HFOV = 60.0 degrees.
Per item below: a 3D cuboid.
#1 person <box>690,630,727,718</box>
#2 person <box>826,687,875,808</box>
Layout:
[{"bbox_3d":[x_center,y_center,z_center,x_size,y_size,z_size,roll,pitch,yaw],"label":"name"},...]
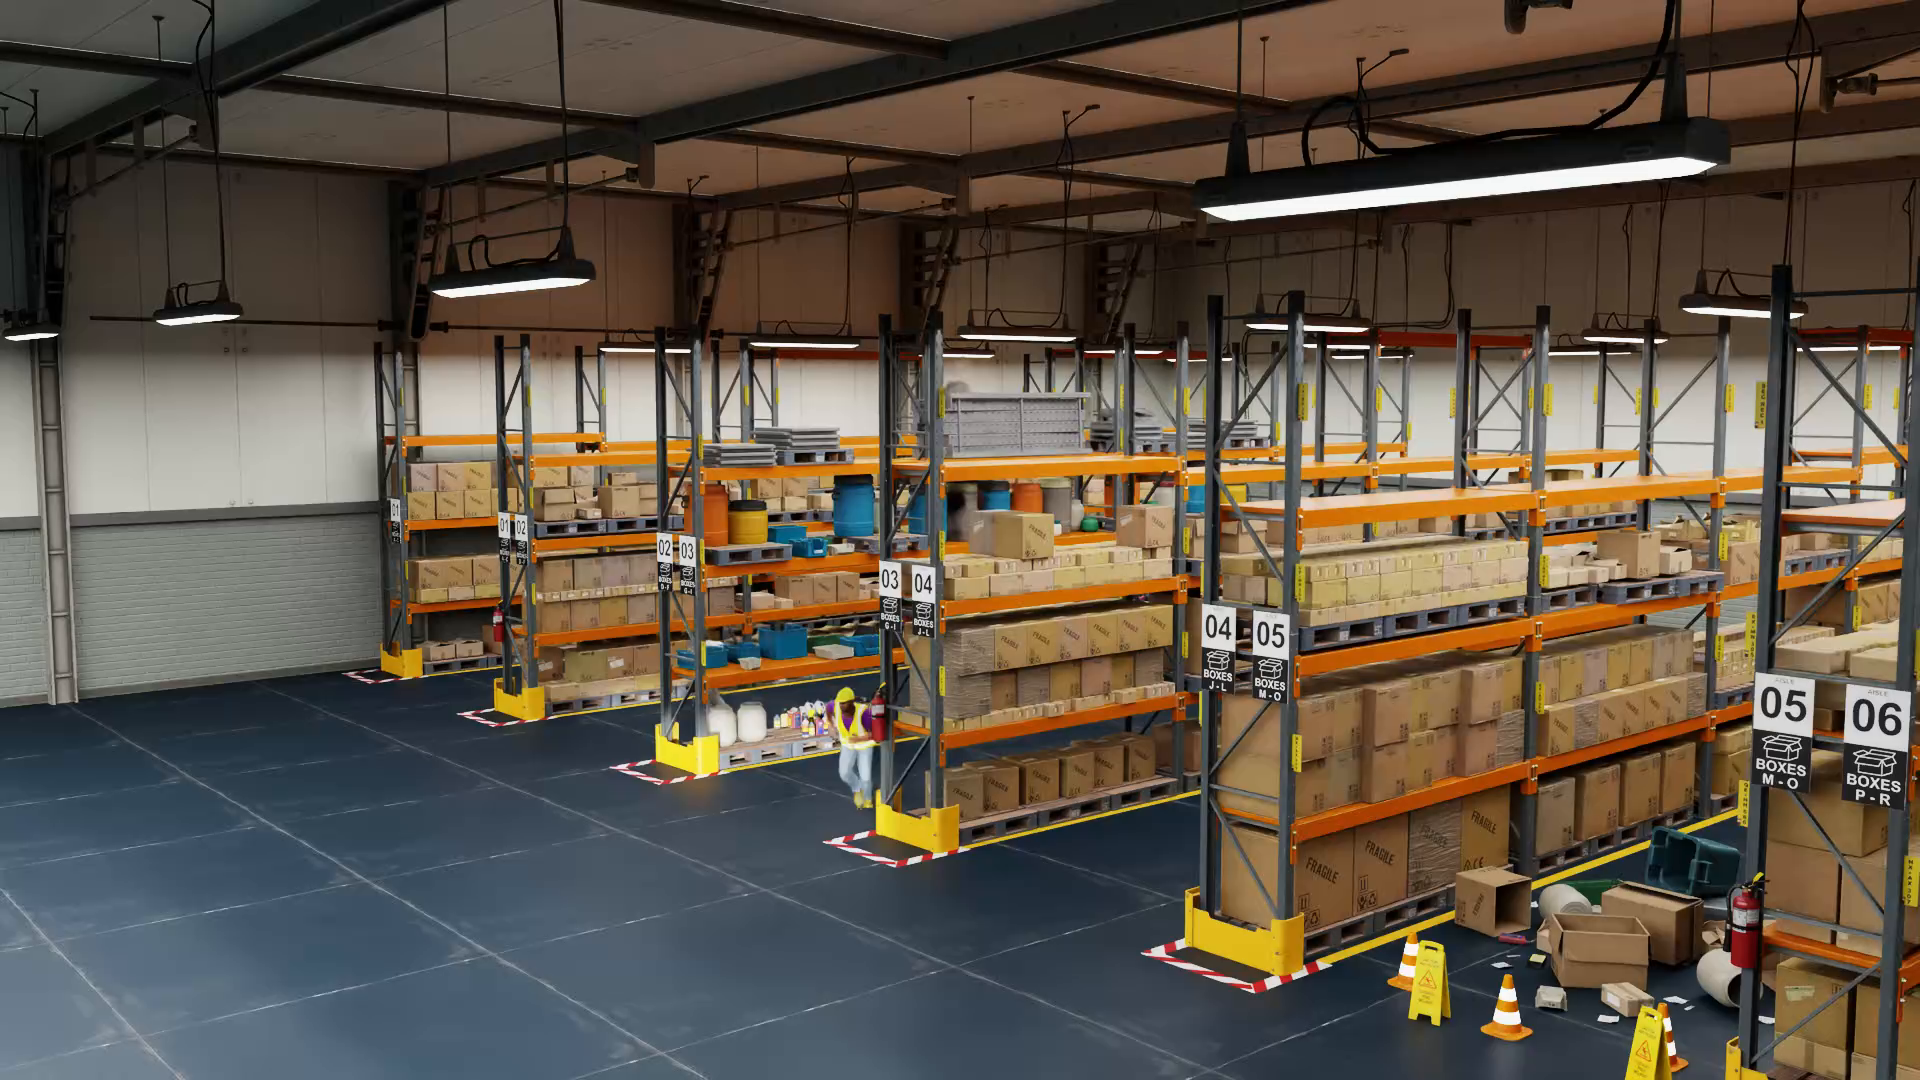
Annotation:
[{"bbox_3d":[-3.733,2.090,24.898,0.892,1.642,0.593,-5,7,-43],"label":"person"},{"bbox_3d":[-1.323,2.529,20.204,0.740,1.579,0.897,2,6,19],"label":"person"}]
